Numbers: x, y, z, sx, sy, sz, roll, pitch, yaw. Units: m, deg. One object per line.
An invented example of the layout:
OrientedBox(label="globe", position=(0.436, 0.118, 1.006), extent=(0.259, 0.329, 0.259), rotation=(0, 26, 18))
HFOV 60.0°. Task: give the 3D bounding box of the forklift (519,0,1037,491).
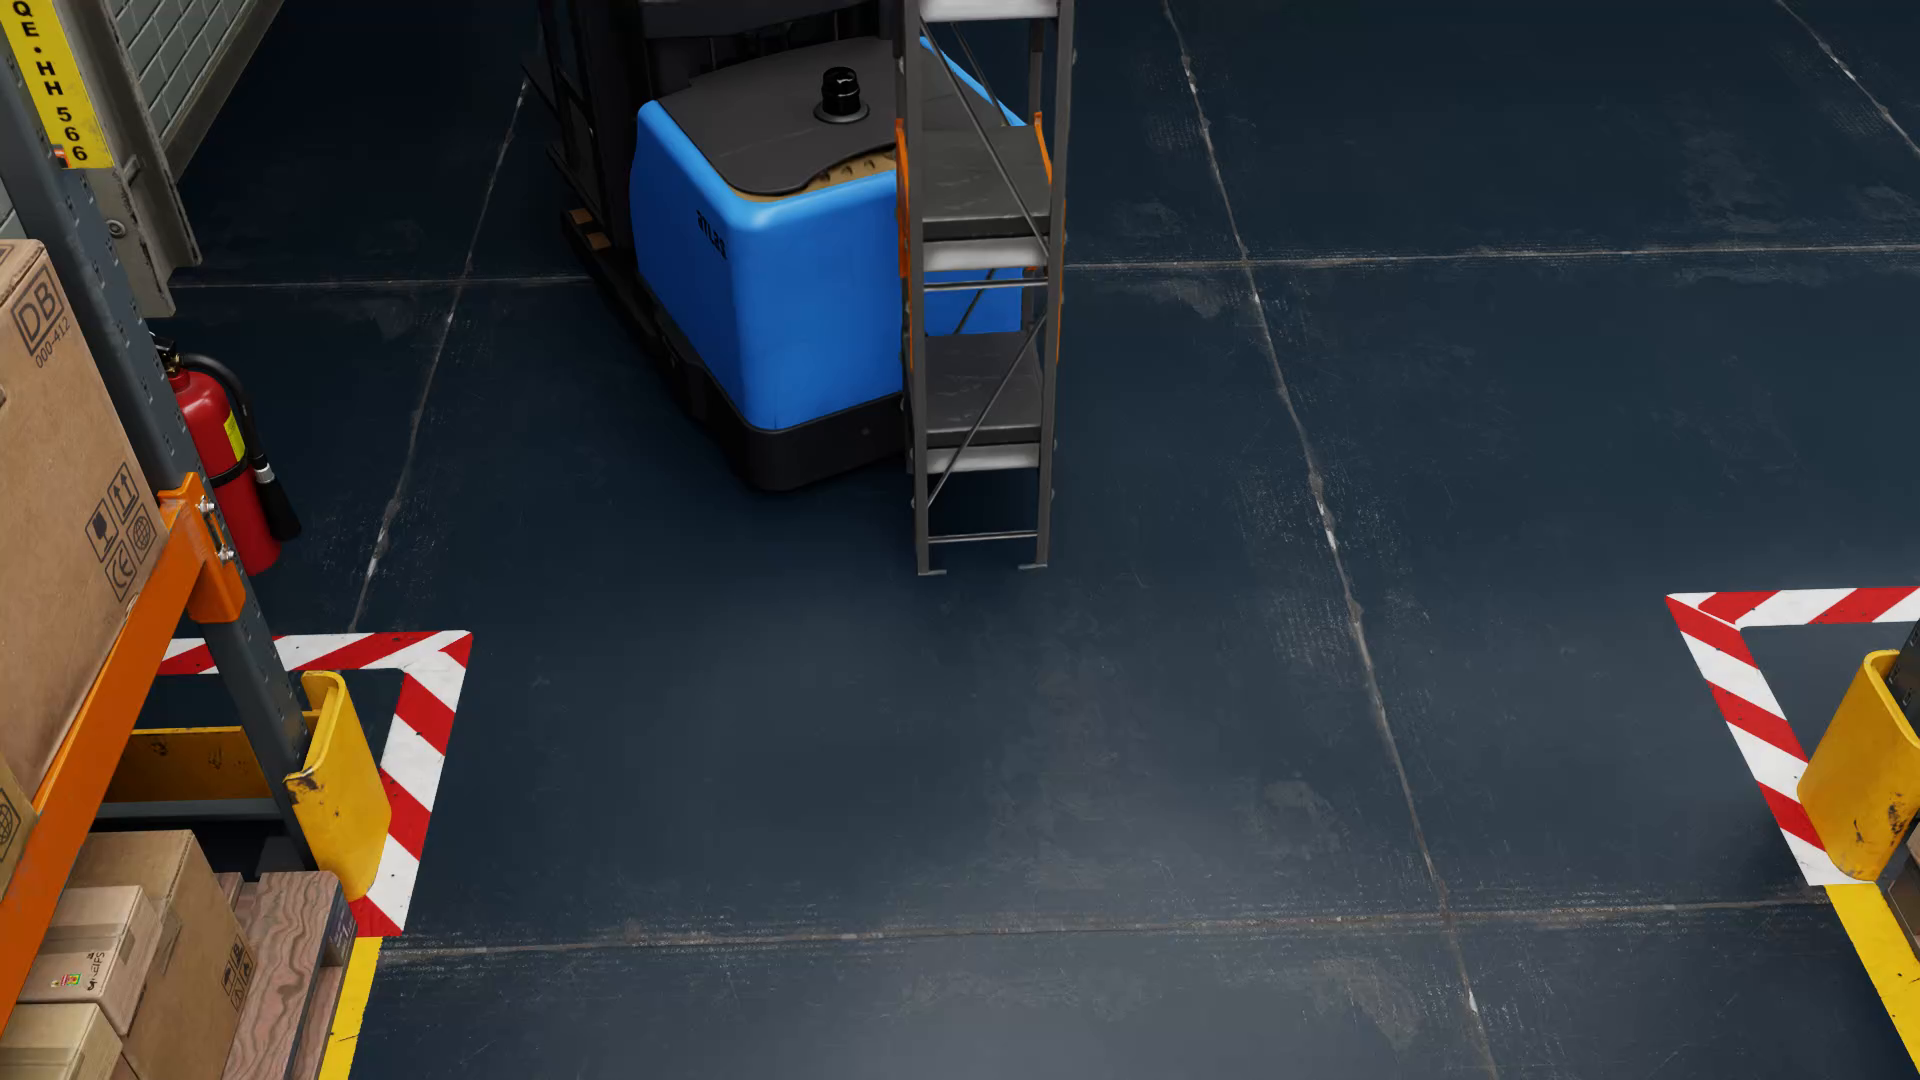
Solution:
OrientedBox(label="forklift", position=(-0.890, -2.224, 5.507), extent=(1.130, 2.935, 3.031), rotation=(-20, 46, -21))

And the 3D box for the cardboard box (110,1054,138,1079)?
OrientedBox(label="cardboard box", position=(-1.948, 1.311, 3.139), extent=(0.700, 0.500, 0.500), rotation=(-2, 43, -2))

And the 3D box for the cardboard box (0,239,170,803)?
OrientedBox(label="cardboard box", position=(-2.067, -0.029, 2.840), extent=(0.980, 0.700, 0.700), rotation=(0, 43, 0))

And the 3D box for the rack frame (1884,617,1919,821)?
OrientedBox(label="rack frame", position=(2.850, -0.408, 3.475), extent=(1.000, 3.000, 0.127), rotation=(-2, 43, -2))

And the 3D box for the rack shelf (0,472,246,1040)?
OrientedBox(label="rack shelf", position=(-2.014, 1.352, 2.087), extent=(1.077, 0.370, 4.000), rotation=(-2, 43, -2))

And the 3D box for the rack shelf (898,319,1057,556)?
OrientedBox(label="rack shelf", position=(0.046, -0.315, 5.096), extent=(0.431, 0.518, 0.480), rotation=(-4, 43, -4))

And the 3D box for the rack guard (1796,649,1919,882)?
OrientedBox(label="rack guard", position=(2.853, 0.565, 4.263), extent=(1.175, 0.500, 0.348), rotation=(-2, 43, -2))

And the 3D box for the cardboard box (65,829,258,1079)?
OrientedBox(label="cardboard box", position=(-1.969, 0.973, 3.507), extent=(0.700, 0.500, 0.500), rotation=(-2, 43, -2))

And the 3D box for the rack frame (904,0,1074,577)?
OrientedBox(label="rack frame", position=(0.069, -0.677, 4.435), extent=(0.400, 2.100, 0.015), rotation=(-4, 43, -4))

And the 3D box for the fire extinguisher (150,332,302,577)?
OrientedBox(label="fire extinguisher", position=(-1.644, -0.212, 3.595), extent=(0.296, 0.674, 0.183), rotation=(-2, 43, -2))

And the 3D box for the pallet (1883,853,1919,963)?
OrientedBox(label="pallet", position=(2.888, 1.210, 3.774), extent=(1.003, 0.211, 1.213), rotation=(-2, 43, -2))

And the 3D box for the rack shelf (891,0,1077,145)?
OrientedBox(label="rack shelf", position=(0.046, -1.347, 4.150), extent=(0.431, 0.518, 0.480), rotation=(-4, 43, -4))

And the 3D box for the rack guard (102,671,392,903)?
OrientedBox(label="rack guard", position=(-2.100, 0.642, 4.179), extent=(1.175, 0.500, 0.348), rotation=(-2, 43, -2))

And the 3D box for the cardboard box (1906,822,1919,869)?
OrientedBox(label="cardboard box", position=(2.524, 0.774, 3.970), extent=(0.380, 0.149, 0.250), rotation=(-2, 43, -2))

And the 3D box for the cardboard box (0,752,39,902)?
OrientedBox(label="cardboard box", position=(-2.025, 0.461, 2.305), extent=(0.980, 0.700, 0.700), rotation=(-2, 43, -2))

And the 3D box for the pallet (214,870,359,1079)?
OrientedBox(label="pallet", position=(-1.987, 1.303, 3.673), extent=(1.003, 0.211, 1.213), rotation=(-2, 43, -2))

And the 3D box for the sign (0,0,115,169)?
OrientedBox(label="sign", position=(-1.556, -0.783, 2.852), extent=(0.100, 0.325, 0.005), rotation=(-2, 43, -2))

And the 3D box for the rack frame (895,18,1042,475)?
OrientedBox(label="rack frame", position=(0.023, -1.005, 4.793), extent=(0.400, 2.100, 0.015), rotation=(-4, 43, -4))

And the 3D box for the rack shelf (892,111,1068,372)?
OrientedBox(label="rack shelf", position=(0.046, -0.831, 4.623), extent=(0.431, 0.518, 0.480), rotation=(-4, 43, -4))

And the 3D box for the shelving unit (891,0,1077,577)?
OrientedBox(label="shelving unit", position=(0.046, -0.841, 4.614), extent=(0.431, 2.100, 0.503), rotation=(-4, 43, -4))

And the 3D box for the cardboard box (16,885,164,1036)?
OrientedBox(label="cardboard box", position=(-1.782, 0.816, 3.199), extent=(0.380, 0.149, 0.250), rotation=(-2, 43, -2))

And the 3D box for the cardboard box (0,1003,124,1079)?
OrientedBox(label="cardboard box", position=(-1.770, 0.988, 3.011), extent=(0.380, 0.149, 0.250), rotation=(-1, 43, -1))

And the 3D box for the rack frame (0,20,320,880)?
OrientedBox(label="rack frame", position=(-2.099, -0.263, 3.317), extent=(1.000, 3.000, 0.127), rotation=(-2, 43, -2))

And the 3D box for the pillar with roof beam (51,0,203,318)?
OrientedBox(label="pillar with roof beam", position=(1.223, -4.396, 3.386), extent=(9.100, 9.000, 0.400), rotation=(-2, 43, -2))
